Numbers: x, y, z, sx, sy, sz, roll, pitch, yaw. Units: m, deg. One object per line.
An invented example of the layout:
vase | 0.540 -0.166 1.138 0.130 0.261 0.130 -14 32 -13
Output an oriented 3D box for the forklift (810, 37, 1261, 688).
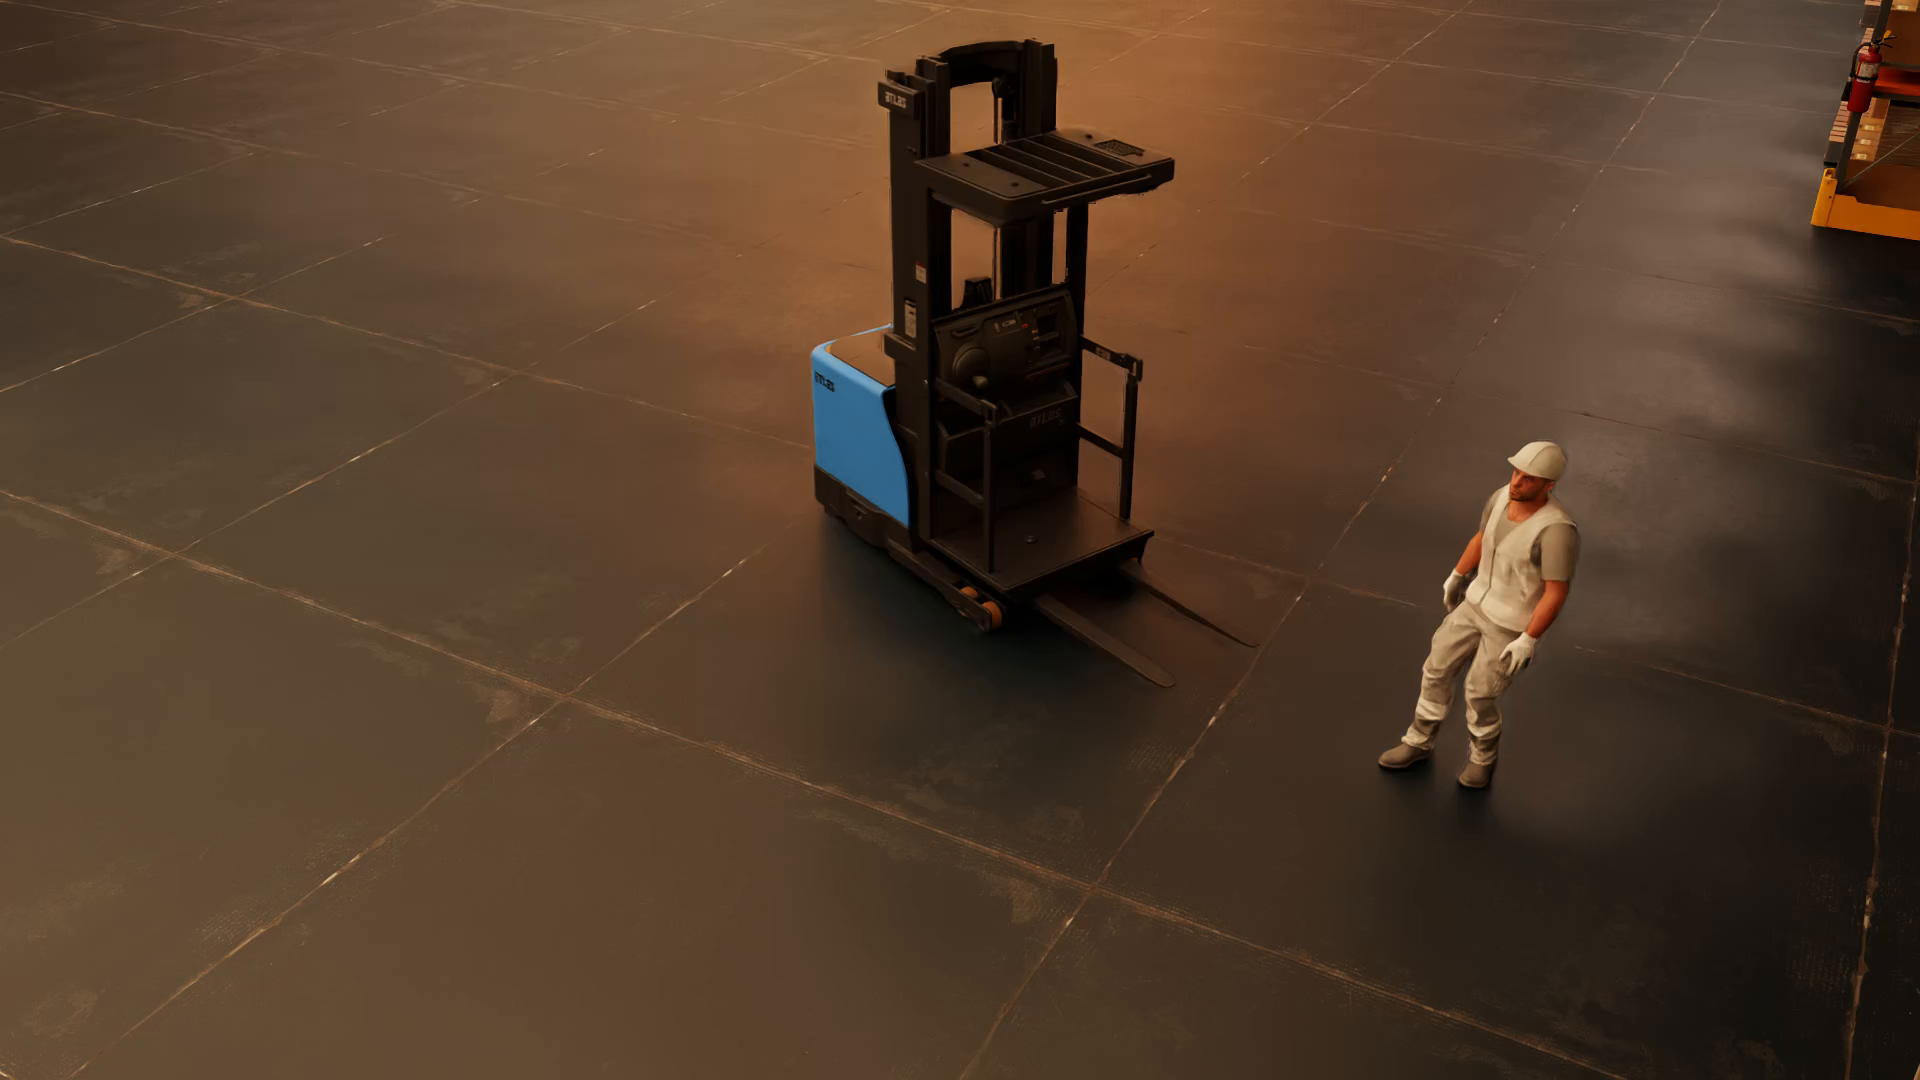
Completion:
forklift | 0.386 -1.044 8.880 1.130 2.935 3.031 -21 36 -31

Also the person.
person | 2.374 0.358 7.628 0.635 1.770 0.685 -10 31 -16
